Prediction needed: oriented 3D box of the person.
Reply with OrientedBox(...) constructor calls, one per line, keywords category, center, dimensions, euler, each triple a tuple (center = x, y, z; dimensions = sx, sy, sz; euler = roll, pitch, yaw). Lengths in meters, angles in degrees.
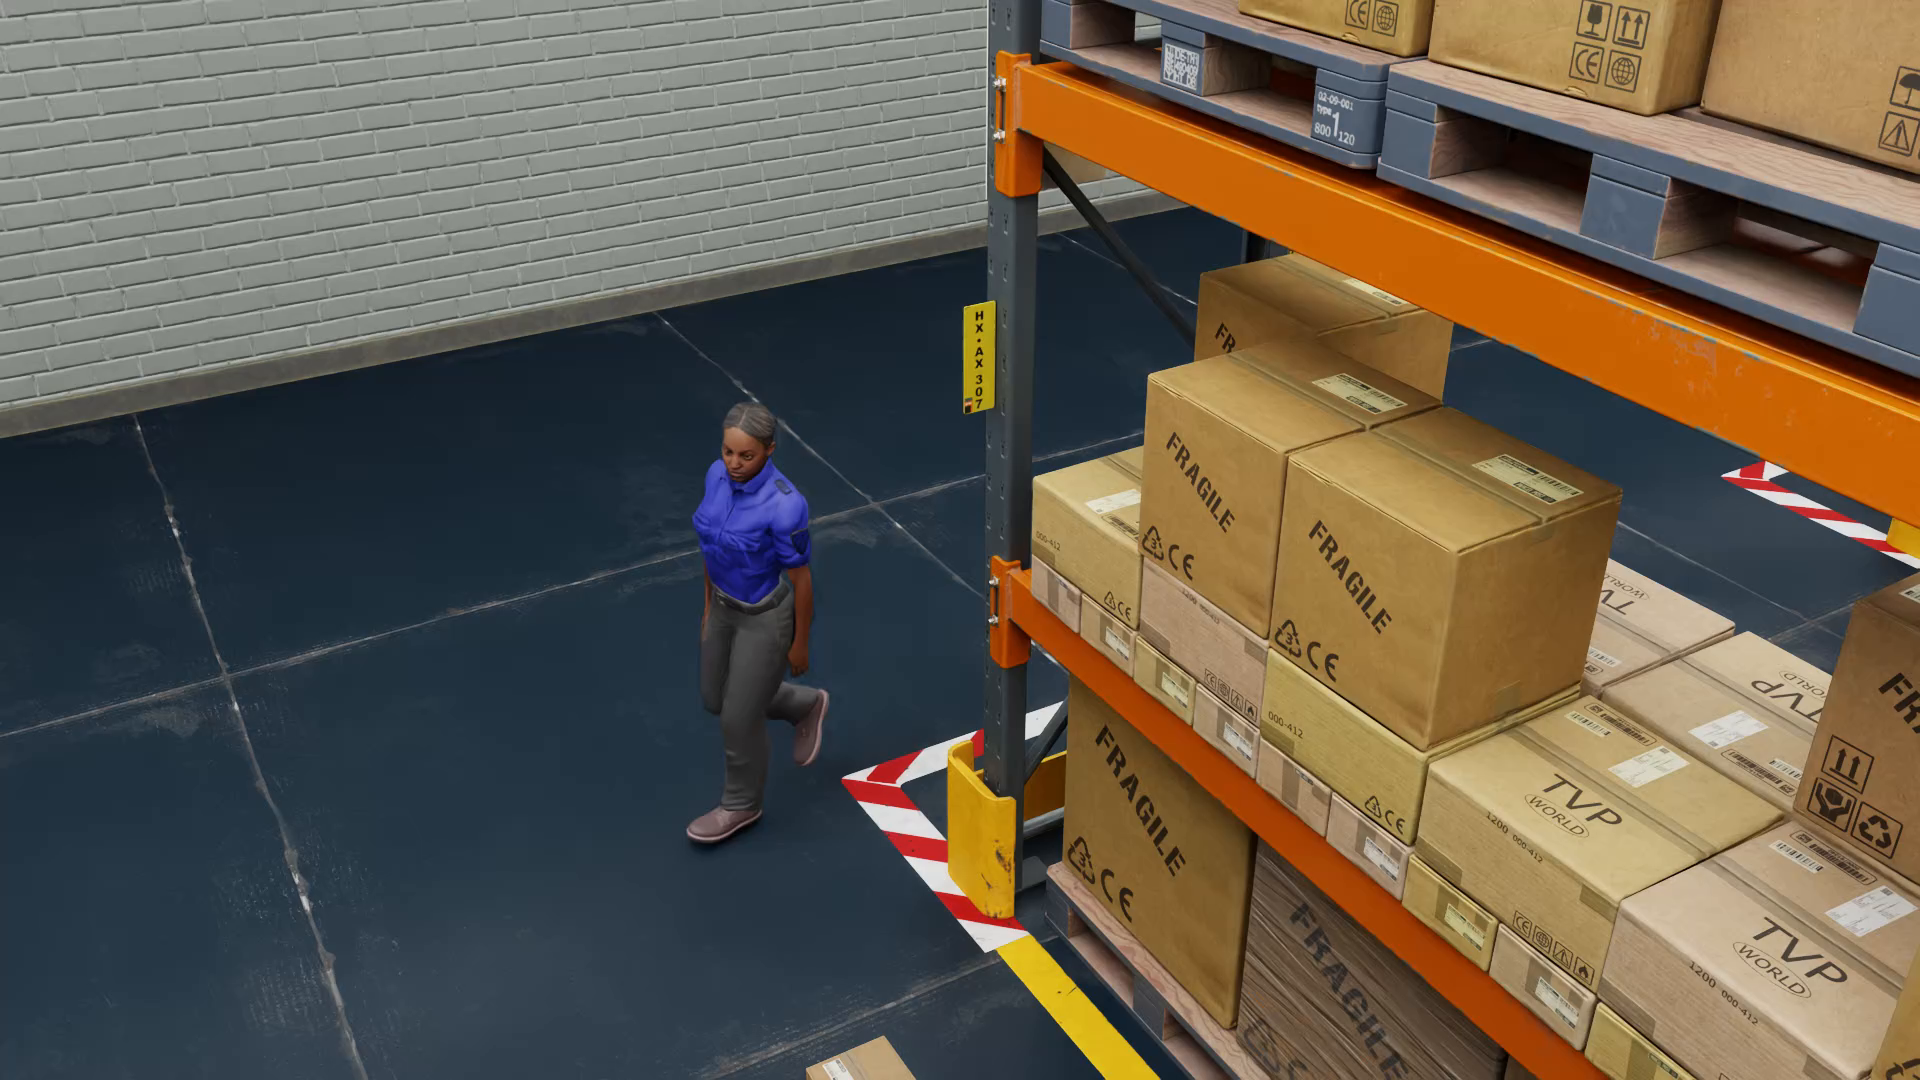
OrientedBox(category="person", center=(-0.670, 0.260, 5.642), dimensions=(0.695, 1.632, 0.453), euler=(-24, 37, -36))
